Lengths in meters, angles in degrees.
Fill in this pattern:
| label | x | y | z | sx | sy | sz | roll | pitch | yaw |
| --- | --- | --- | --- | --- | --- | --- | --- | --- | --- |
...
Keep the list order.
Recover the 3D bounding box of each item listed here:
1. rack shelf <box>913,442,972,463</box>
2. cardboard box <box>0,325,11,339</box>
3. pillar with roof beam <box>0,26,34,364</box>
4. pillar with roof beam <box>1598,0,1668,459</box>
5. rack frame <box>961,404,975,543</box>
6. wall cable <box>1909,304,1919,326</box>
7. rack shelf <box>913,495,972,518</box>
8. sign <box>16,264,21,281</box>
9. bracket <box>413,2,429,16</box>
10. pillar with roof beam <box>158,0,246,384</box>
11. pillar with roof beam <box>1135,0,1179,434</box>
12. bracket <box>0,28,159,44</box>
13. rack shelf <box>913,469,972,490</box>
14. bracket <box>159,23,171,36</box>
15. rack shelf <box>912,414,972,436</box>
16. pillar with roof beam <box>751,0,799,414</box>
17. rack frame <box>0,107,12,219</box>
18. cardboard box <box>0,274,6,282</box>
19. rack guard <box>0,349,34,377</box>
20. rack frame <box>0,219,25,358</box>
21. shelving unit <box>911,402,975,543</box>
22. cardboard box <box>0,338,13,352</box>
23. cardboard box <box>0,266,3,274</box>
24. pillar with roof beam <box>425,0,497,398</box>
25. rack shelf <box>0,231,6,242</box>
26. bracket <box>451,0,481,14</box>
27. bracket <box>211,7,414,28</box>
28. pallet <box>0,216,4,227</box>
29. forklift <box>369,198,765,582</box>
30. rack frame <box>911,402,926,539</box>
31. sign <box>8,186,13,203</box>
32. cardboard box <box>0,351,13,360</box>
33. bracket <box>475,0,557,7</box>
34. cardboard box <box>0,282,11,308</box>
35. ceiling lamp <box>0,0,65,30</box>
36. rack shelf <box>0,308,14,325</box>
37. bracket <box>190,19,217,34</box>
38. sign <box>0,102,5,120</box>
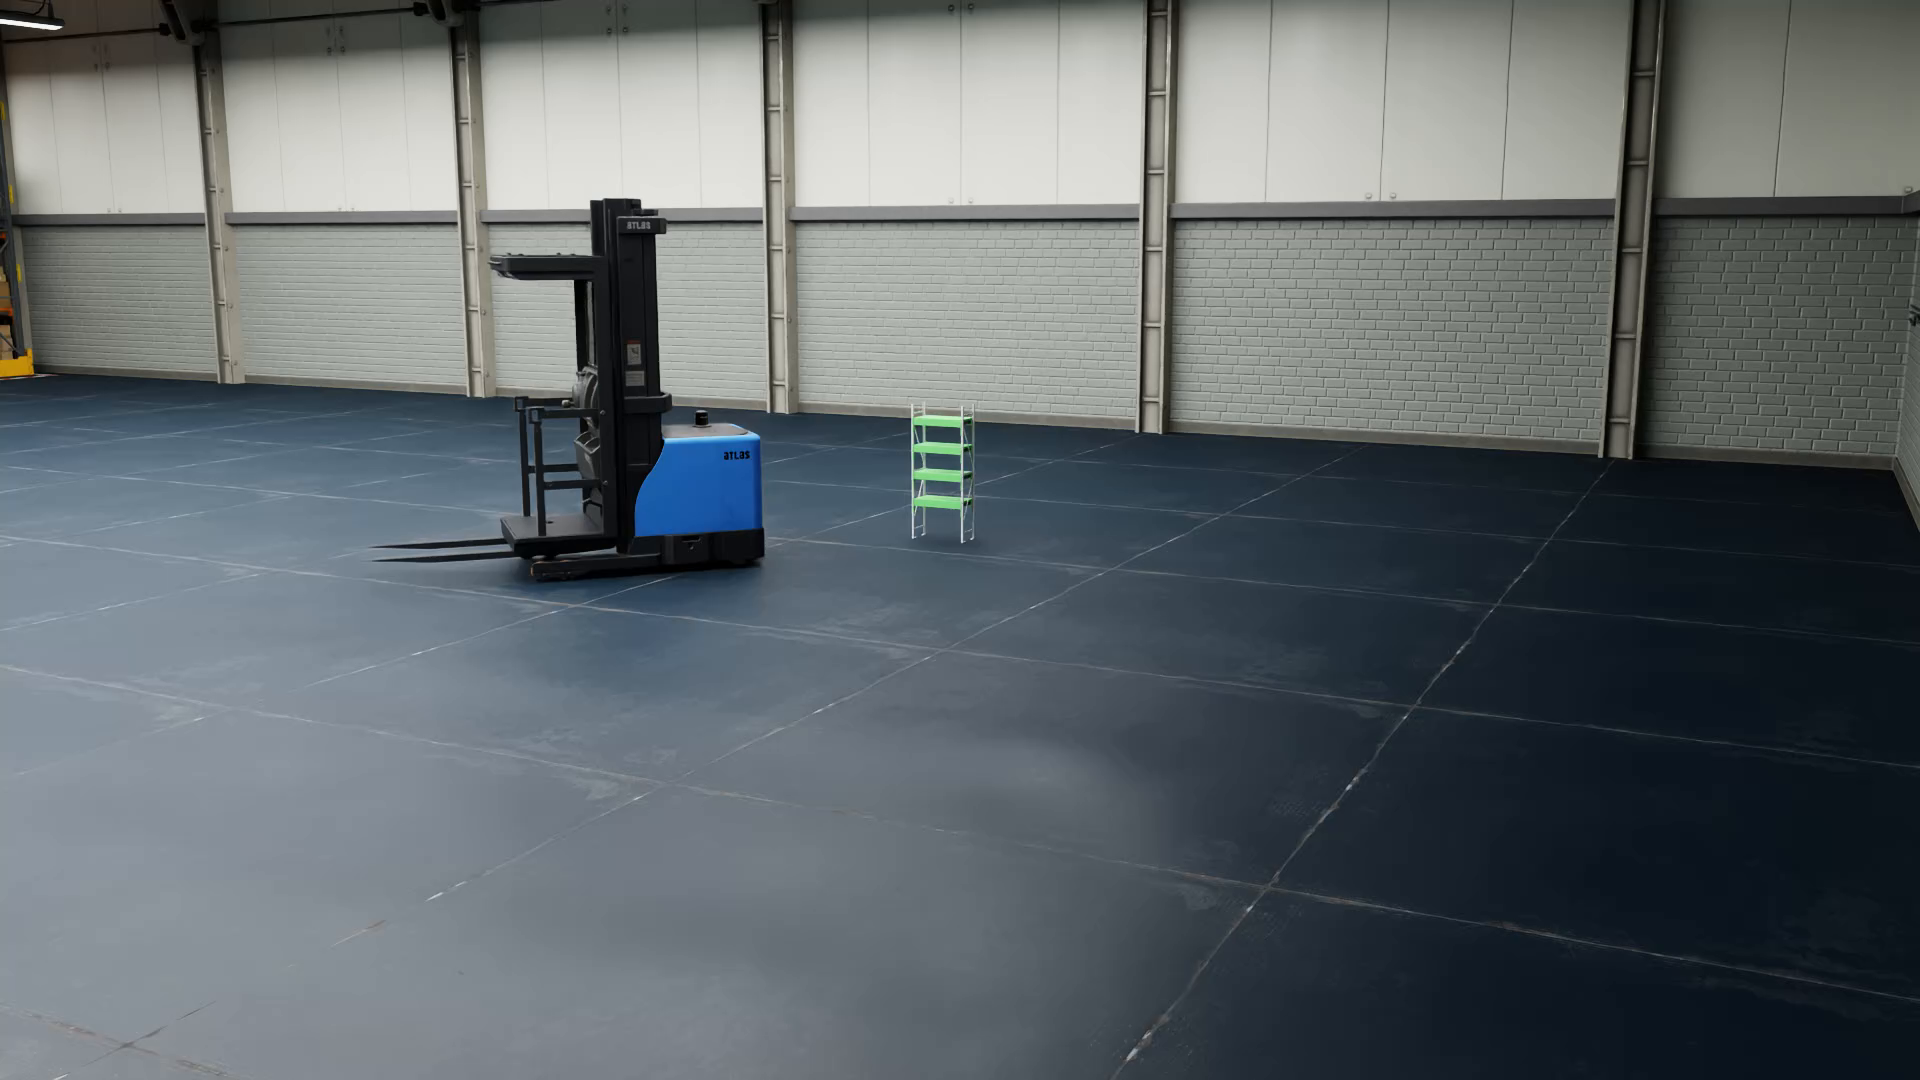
| label | x | y | z | sx | sy | sz | roll | pitch | yaw |
| --- | --- | --- | --- | --- | --- | --- | --- | --- | --- |
| rack shelf | -0.148 | -0.777 | 14.664 | 0.480 | 0.148 | 0.258 | 5 | 11 | 26 |
| cardboard box | -18.986 | -4.073 | 32.548 | 0.500 | 0.250 | 0.500 | 5 | 11 | 25 |
| pillar with roof beam | -20.769 | -7.123 | 28.819 | 0.400 | 9.000 | 9.100 | 5 | 11 | 26 |
| pillar with roof beam | 6.135 | -4.759 | 15.757 | 0.400 | 9.000 | 9.100 | 5 | 11 | 26 |
| rack frame | 0.070 | -0.584 | 14.589 | 0.015 | 1.200 | 0.240 | 5 | 11 | 26 |
| wall cable | 10.096 | -3.475 | 17.383 | 0.112 | 2.526 | 3.097 | 5 | 11 | 26 |
| rack shelf | -0.148 | -0.304 | 14.750 | 0.480 | 0.148 | 0.258 | 5 | 11 | 26 |
| sign | -18.387 | -5.213 | 32.457 | 0.005 | 0.325 | 0.100 | 5 | 11 | 26 |
| bracket | -8.632 | -8.612 | 26.940 | 0.430 | 0.232 | 0.235 | 5 | 11 | 26 |
| pillar with roof beam | -15.388 | -6.650 | 26.207 | 0.548 | 9.000 | 9.100 | 5 | 11 | 26 |
| pillar with roof beam | 0.754 | -5.232 | 18.369 | 0.400 | 9.000 | 9.100 | 5 | 11 | 26 |
| bracket | -16.323 | -9.288 | 30.674 | 4.783 | 0.066 | 0.076 | 5 | 11 | 26 |
| rack shelf | -0.148 | -0.541 | 14.707 | 0.480 | 0.148 | 0.258 | 5 | 11 | 26 |
| bracket | -14.013 | -9.085 | 29.552 | 0.430 | 0.232 | 0.235 | 5 | 11 | 26 |
| rack shelf | -0.148 | -1.013 | 14.621 | 0.480 | 0.148 | 0.258 | 5 | 11 | 26 |
| pillar with roof beam | -4.627 | -5.705 | 20.982 | 0.548 | 9.000 | 9.100 | 5 | 11 | 26 |
| rack frame | -18.638 | -7.612 | 31.519 | 0.127 | 3.000 | 1.000 | 5 | 11 | 26 |
| cardboard box | -18.828 | -5.096 | 32.364 | 0.250 | 0.149 | 0.380 | 5 | 11 | 24 |
| rack guard | -18.617 | -3.428 | 32.266 | 0.348 | 0.500 | 1.175 | 5 | 11 | 26 |
| rack frame | -18.638 | -4.660 | 32.054 | 0.127 | 3.000 | 1.000 | 5 | 11 | 26 |
| shelving unit | -0.148 | -0.603 | 14.695 | 0.503 | 1.200 | 0.258 | 5 | 11 | 26 |
| cardboard box | -18.968 | -3.829 | 32.605 | 0.500 | 0.250 | 0.500 | 5 | 12 | 27 |
| cardboard box | -18.845 | -5.235 | 32.295 | 0.250 | 0.149 | 0.380 | 5 | 11 | 25 |
| pillar with roof beam | -10.007 | -6.177 | 23.594 | 0.548 | 9.000 | 9.100 | 5 | 11 | 26 |
| rack shelf | -20.432 | -5.939 | 32.721 | 4.000 | 0.370 | 1.077 | 5 | 11 | 26 |
| bracket | -7.887 | -8.547 | 26.579 | 0.430 | 0.232 | 0.235 | 5 | 11 | 26 |
| bracket | -10.942 | -8.815 | 28.062 | 4.783 | 0.066 | 0.076 | 5 | 11 | 26 |
| pallet | -19.261 | -6.152 | 32.125 | 1.213 | 0.211 | 1.003 | 5 | 11 | 26 |
| forklift | -3.168 | -1.220 | 13.240 | 3.031 | 2.935 | 1.130 | -4 | 11 | -21 |
| rack frame | -0.367 | -0.623 | 14.802 | 0.015 | 1.200 | 0.240 | 5 | 11 | 26 |
| sign | -18.387 | -6.693 | 32.189 | 0.005 | 0.325 | 0.100 | 5 | 11 | 26 |
| cardboard box | -18.992 | -3.583 | 32.648 | 0.500 | 0.250 | 0.500 | 5 | 11 | 26 |
| bracket | -5.562 | -8.342 | 25.449 | 4.783 | 0.066 | 0.076 | 5 | 11 | 26 |
| cardboard box | -18.960 | -4.792 | 32.506 | 0.500 | 0.500 | 0.500 | 5 | 12 | 28 |
| ceiling lamp | -14.261 | -9.335 | 24.652 | 0.800 | 3.185 | 2.000 | 5 | 11 | 26 |
| rack shelf | -20.432 | -4.463 | 32.989 | 4.000 | 0.370 | 1.077 | 5 | 11 | 26 |
| bracket | -13.268 | -9.020 | 29.191 | 0.430 | 0.232 | 0.235 | 5 | 11 | 26 |
| sign | -18.387 | -8.237 | 31.909 | 0.005 | 0.325 | 0.100 | 5 | 11 | 26 |
